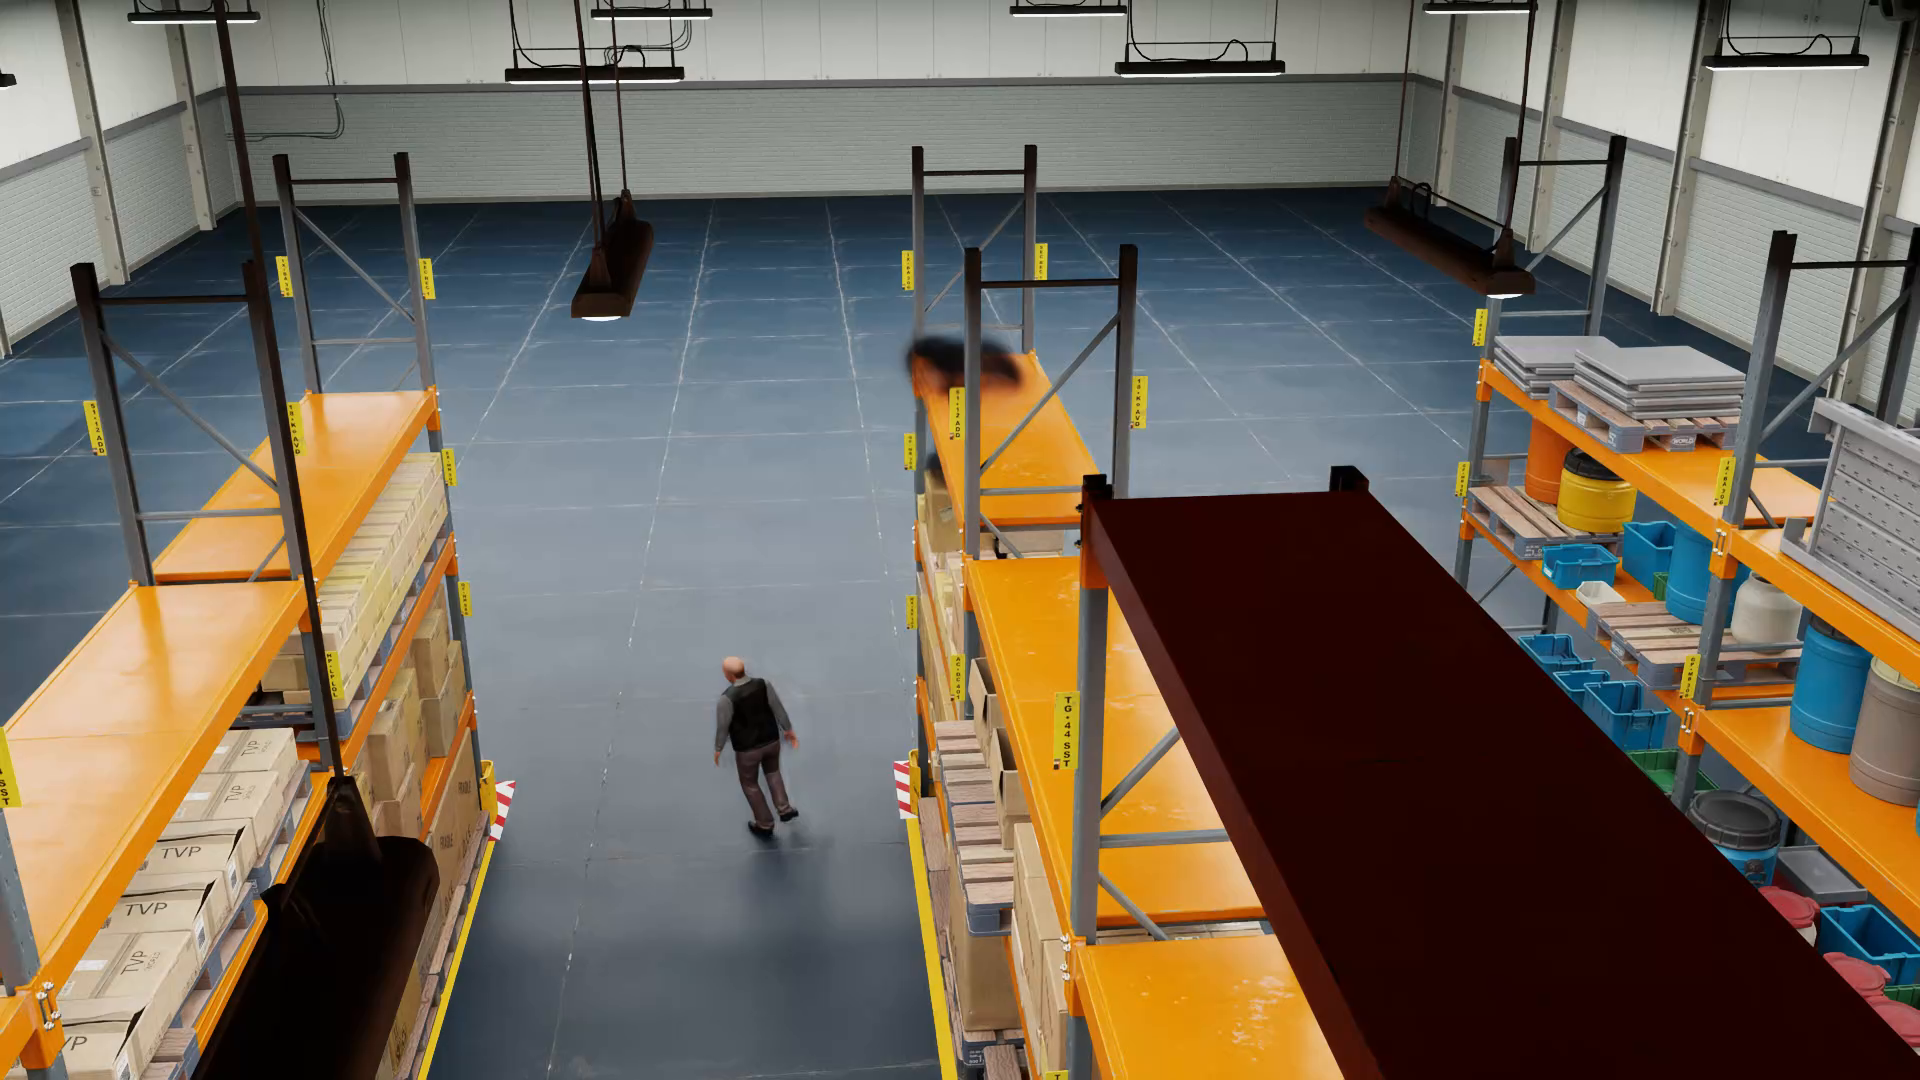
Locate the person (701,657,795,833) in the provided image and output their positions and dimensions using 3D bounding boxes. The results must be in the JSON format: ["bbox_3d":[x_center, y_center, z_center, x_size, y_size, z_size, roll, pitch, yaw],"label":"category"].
[{"bbox_3d":[-1.914,1.828,14.829,0.702,1.619,0.662,-17,27,-37],"label":"person"}]
